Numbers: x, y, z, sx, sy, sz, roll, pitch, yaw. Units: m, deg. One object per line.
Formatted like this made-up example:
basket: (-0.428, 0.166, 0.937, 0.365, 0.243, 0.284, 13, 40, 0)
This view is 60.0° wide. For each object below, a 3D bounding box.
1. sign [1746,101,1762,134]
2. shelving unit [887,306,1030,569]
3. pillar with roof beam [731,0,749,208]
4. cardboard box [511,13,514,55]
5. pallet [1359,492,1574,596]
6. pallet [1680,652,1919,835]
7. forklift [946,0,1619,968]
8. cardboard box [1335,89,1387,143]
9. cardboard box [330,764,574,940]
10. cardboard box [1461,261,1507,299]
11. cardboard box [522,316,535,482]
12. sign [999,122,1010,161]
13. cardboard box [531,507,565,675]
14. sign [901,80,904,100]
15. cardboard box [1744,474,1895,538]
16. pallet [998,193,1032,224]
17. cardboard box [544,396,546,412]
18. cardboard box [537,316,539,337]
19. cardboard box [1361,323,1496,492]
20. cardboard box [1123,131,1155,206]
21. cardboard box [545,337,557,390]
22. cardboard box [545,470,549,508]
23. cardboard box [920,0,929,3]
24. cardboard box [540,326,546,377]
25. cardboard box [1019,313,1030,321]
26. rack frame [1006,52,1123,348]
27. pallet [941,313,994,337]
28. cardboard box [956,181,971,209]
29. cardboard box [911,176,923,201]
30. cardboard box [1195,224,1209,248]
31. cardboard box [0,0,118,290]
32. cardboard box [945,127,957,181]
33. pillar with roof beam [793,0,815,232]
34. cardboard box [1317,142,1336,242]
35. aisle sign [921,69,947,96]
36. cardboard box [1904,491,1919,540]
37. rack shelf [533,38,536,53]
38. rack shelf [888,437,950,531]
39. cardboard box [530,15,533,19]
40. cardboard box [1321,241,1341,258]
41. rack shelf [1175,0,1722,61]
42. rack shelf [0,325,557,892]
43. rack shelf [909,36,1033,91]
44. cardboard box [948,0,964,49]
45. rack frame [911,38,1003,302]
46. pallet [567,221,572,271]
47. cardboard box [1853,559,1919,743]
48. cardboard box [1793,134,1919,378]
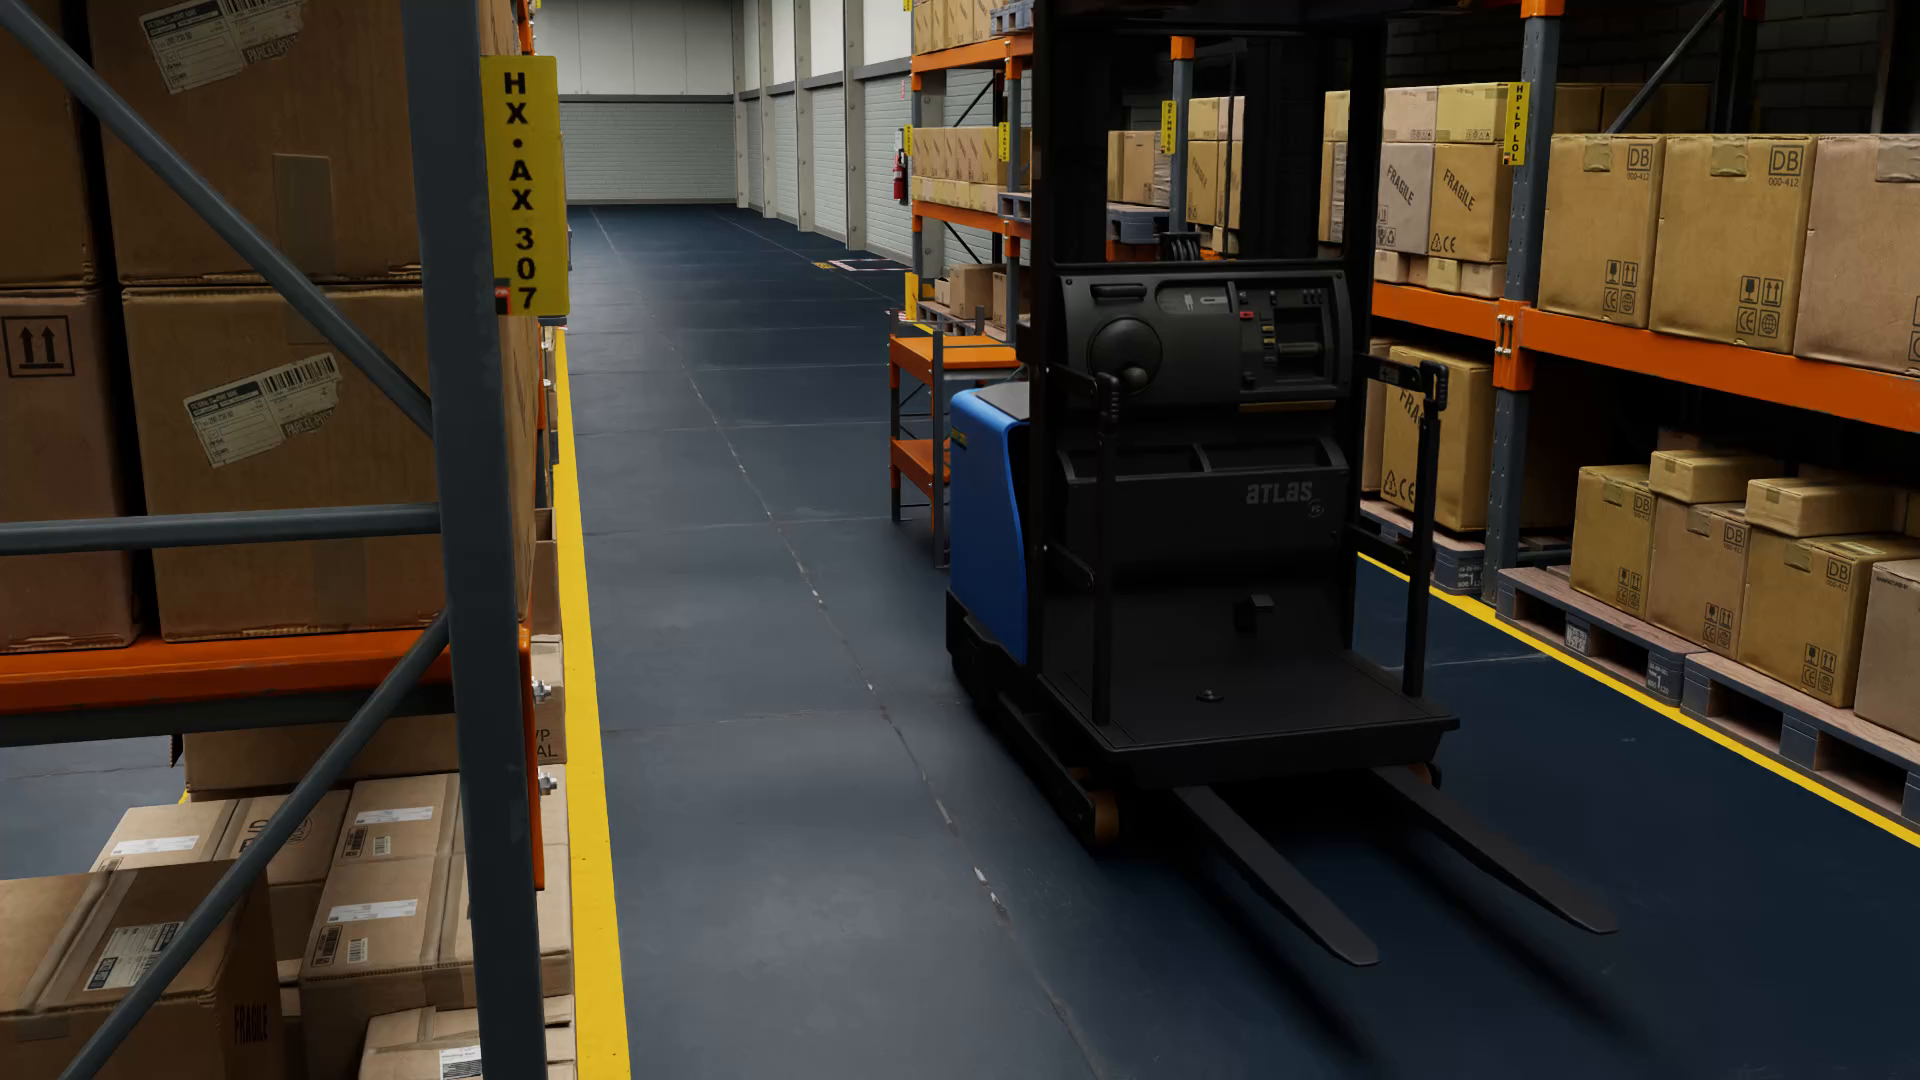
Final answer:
sign: (3.328, -1.690, 7.031, 0.100, 0.325, 0.005, -3, 14, -13)
shelving unit: (0.002, -0.545, 8.287, 0.538, 1.125, 1.048, -3, 14, -13)
pillar with roof beam: (-10.255, -13.449, 44.517, 9.100, 9.000, 0.400, -3, 14, -13)
cardboard box: (-1.297, -1.004, 3.898, 0.500, 0.500, 0.500, -3, 14, -14)
pallet: (2.534, -0.018, 8.058, 1.003, 0.211, 1.213, -3, 14, -13)
pallet: (3.181, 0.617, 5.456, 1.003, 0.211, 1.213, -3, 14, -13)
forklift: (0.813, -0.639, 4.867, 1.130, 2.935, 3.031, -4, 14, -14)
cardboard box: (2.200, -2.096, 8.226, 0.500, 0.250, 0.500, -3, 14, -12)
cardboard box: (-1.173, 0.751, 3.901, 0.500, 0.250, 0.500, -3, 14, -13)
cardboard box: (2.434, -1.149, 7.298, 0.380, 0.149, 0.250, -3, 14, -13)
cardboard box: (-1.175, -0.400, 3.533, 0.500, 0.500, 0.500, -3, 14, -13)
sign: (0.384, -3.433, 14.336, 0.100, 0.325, 0.005, -3, 14, -13)
cardboard box: (-1.616, 0.194, 5.653, 0.500, 0.500, 0.500, -3, 14, -13)
sign: (-0.882, -6.944, 25.646, 0.001, 0.298, 0.199, -3, 14, -13)
cardboard box: (2.891, -0.116, 5.598, 0.380, 0.149, 0.250, -4, 14, -15)
pallet: (0.948, -2.767, 13.838, 1.003, 0.211, 1.213, -3, 14, -13)
cardboard box: (-2.396, -0.522, 8.585, 0.500, 0.500, 0.500, -4, 14, -15)
cardboard box: (-1.659, -0.870, 5.457, 0.500, 0.500, 0.500, -3, 14, -12)
cardboard box: (2.298, -0.707, 8.644, 0.750, 0.750, 0.750, -3, 14, -11)
cardboard box: (1.572, -2.620, 11.692, 0.700, 0.500, 0.500, -5, 14, -18)
cardboard box: (-2.802, -1.123, 10.430, 0.500, 0.311, 0.500, -3, 14, -11)
cardboard box: (-1.902, -0.047, 6.639, 0.500, 0.500, 0.500, -4, 14, -16)
cardboard box: (-0.106, -5.748, 16.953, 0.500, 0.500, 0.500, -3, 14, -14)
cardboard box: (-2.500, -0.993, 8.933, 0.500, 0.250, 0.500, -3, 14, -11)
cardboard box: (0.755, -2.004, 15.352, 0.380, 0.166, 0.250, -5, 15, -21)
rack frame: (0.910, -3.045, 14.570, 1.000, 3.000, 0.127, -3, 14, -13)
pallet: (0.428, -2.125, 16.681, 1.003, 0.211, 1.213, -3, 14, -13)
cardboard box: (0.262, -3.305, 15.907, 0.500, 0.250, 0.500, -3, 14, -13)
cardboard box: (-0.224, -3.774, 17.829, 0.500, 0.250, 0.500, -4, 14, -15)
cardboard box: (1.701, -1.921, 10.456, 0.380, 0.149, 0.250, -3, 14, -14)
cardboard box: (-1.458, -0.621, 2.332, 0.500, 0.500, 0.500, -3, 14, -14)
cardboard box: (0.145, -3.789, 16.311, 0.500, 0.500, 0.500, -3, 14, -11)
pillar with roof beam: (-7.436, -10.681, 33.186, 9.100, 9.000, 0.400, -3, 14, -13)
cardboard box: (2.074, -1.843, 8.771, 0.500, 0.500, 0.500, -3, 14, -12)
aisle sign: (-0.338, -5.230, 18.038, 0.394, 0.787, 0.004, -3, 14, -13)
cardboard box: (3.332, -0.070, 5.410, 0.380, 0.149, 0.250, -4, 14, -14)
rack shelf: (-4.374, -4.337, 15.054, 1.077, 0.370, 4.000, -3, 14, -13)
rack shelf: (0.002, -0.307, 8.345, 0.538, 0.278, 1.000, -3, 14, -13)
cardboard box: (-4.317, -5.096, 15.781, 0.500, 0.250, 0.500, -3, 14, -13)
cardboard box: (2.127, -1.507, 8.761, 0.380, 0.149, 0.250, -3, 14, -11)
rack shelf: (2.319, -2.768, 8.633, 1.077, 0.370, 4.000, -3, 14, -13)
rack shelf: (-1.556, -0.111, 4.079, 1.077, 0.370, 4.000, -3, 14, -13)
rack shelf: (0.440, -4.614, 16.188, 1.077, 0.370, 4.000, -3, 14, -13)
cardboard box: (0.170, -5.024, 16.098, 0.500, 0.500, 0.500, -2, 14, -10)
rack frame: (-0.030, -3.968, 18.347, 1.000, 3.000, 0.127, -3, 14, -13)
pallet: (-2.738, -1.599, 9.058, 1.213, 0.211, 1.003, -3, 14, -13)
cardboard box: (3.230, 0.346, 5.071, 0.700, 0.500, 0.500, -4, 14, -15)
cardboard box: (3.247, -0.883, 5.089, 0.980, 0.700, 0.700, -4, 14, -16)
